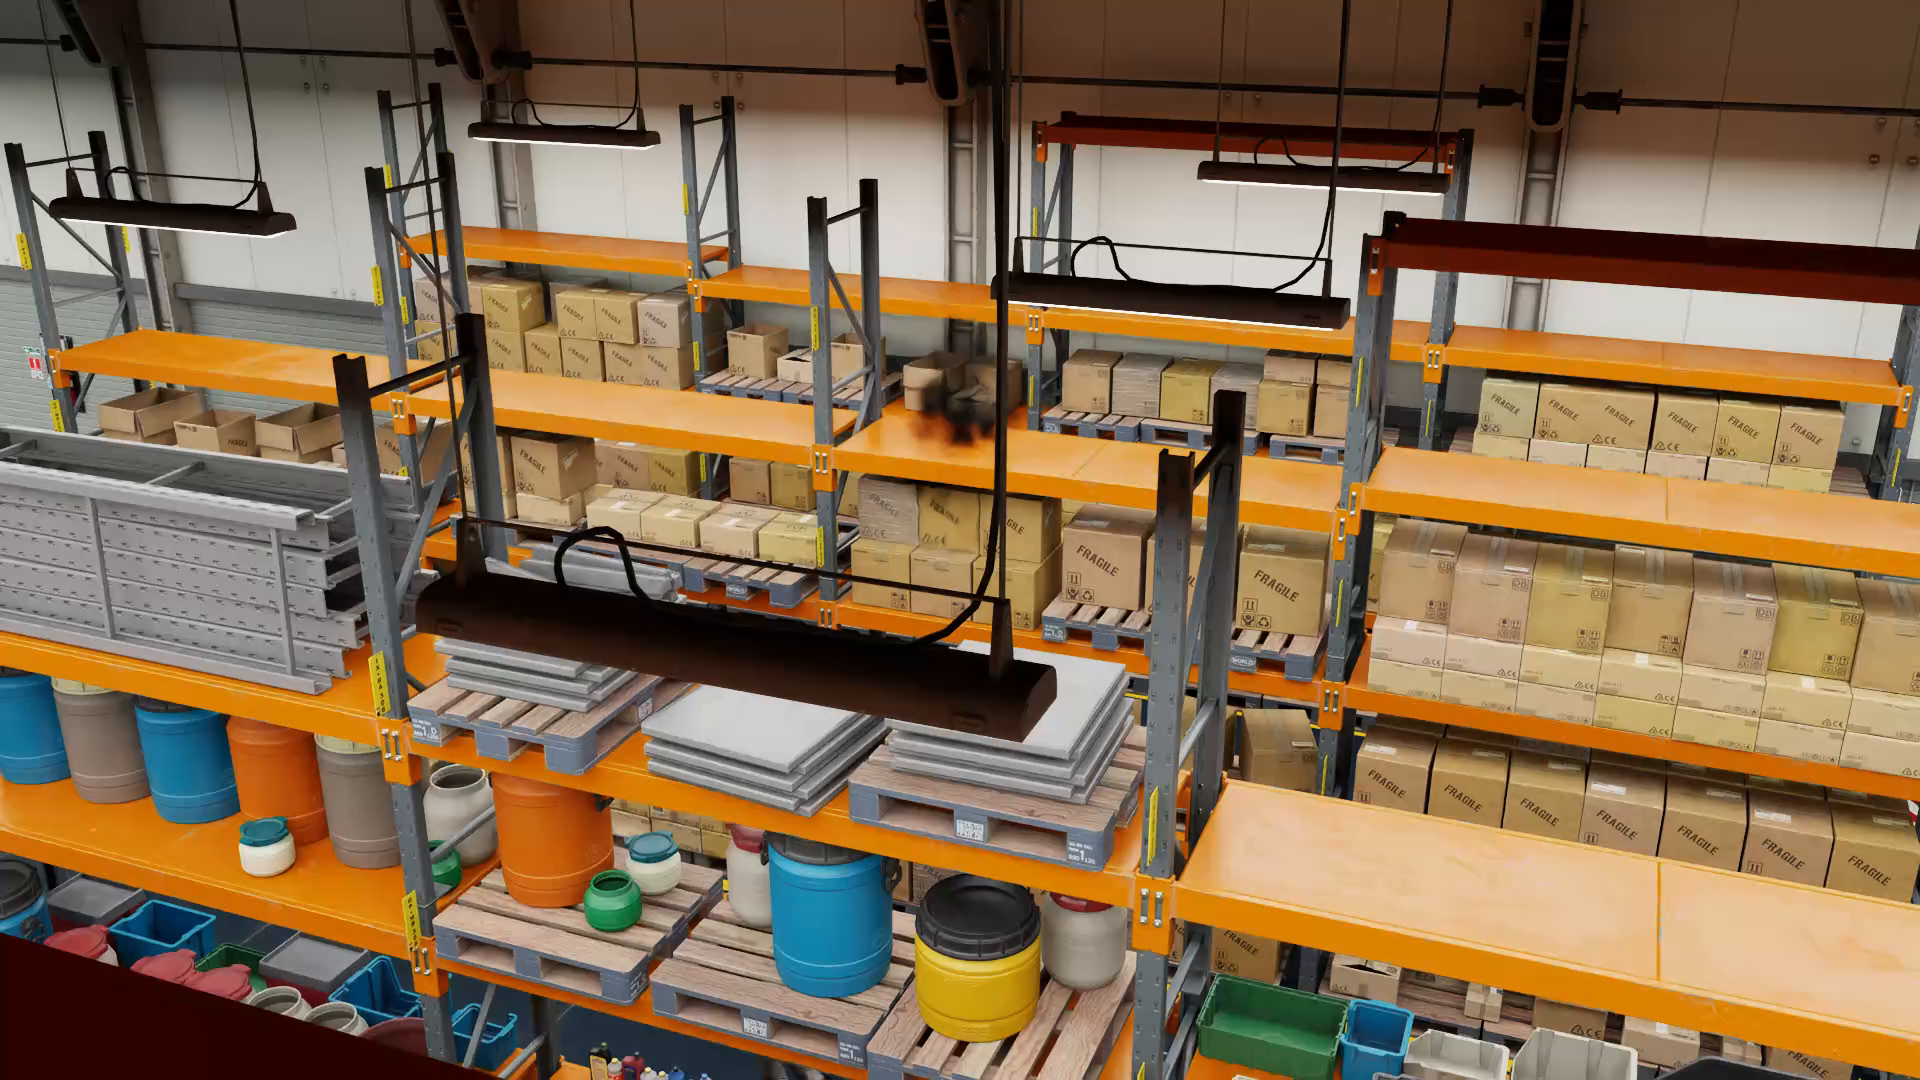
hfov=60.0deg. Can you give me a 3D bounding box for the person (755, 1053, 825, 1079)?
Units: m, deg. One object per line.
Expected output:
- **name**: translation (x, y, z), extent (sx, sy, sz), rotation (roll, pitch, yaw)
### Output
- **person**: translation (-1.173, 3.126, 11.035), extent (0.560, 1.666, 0.572), rotation (7, 22, 19)
